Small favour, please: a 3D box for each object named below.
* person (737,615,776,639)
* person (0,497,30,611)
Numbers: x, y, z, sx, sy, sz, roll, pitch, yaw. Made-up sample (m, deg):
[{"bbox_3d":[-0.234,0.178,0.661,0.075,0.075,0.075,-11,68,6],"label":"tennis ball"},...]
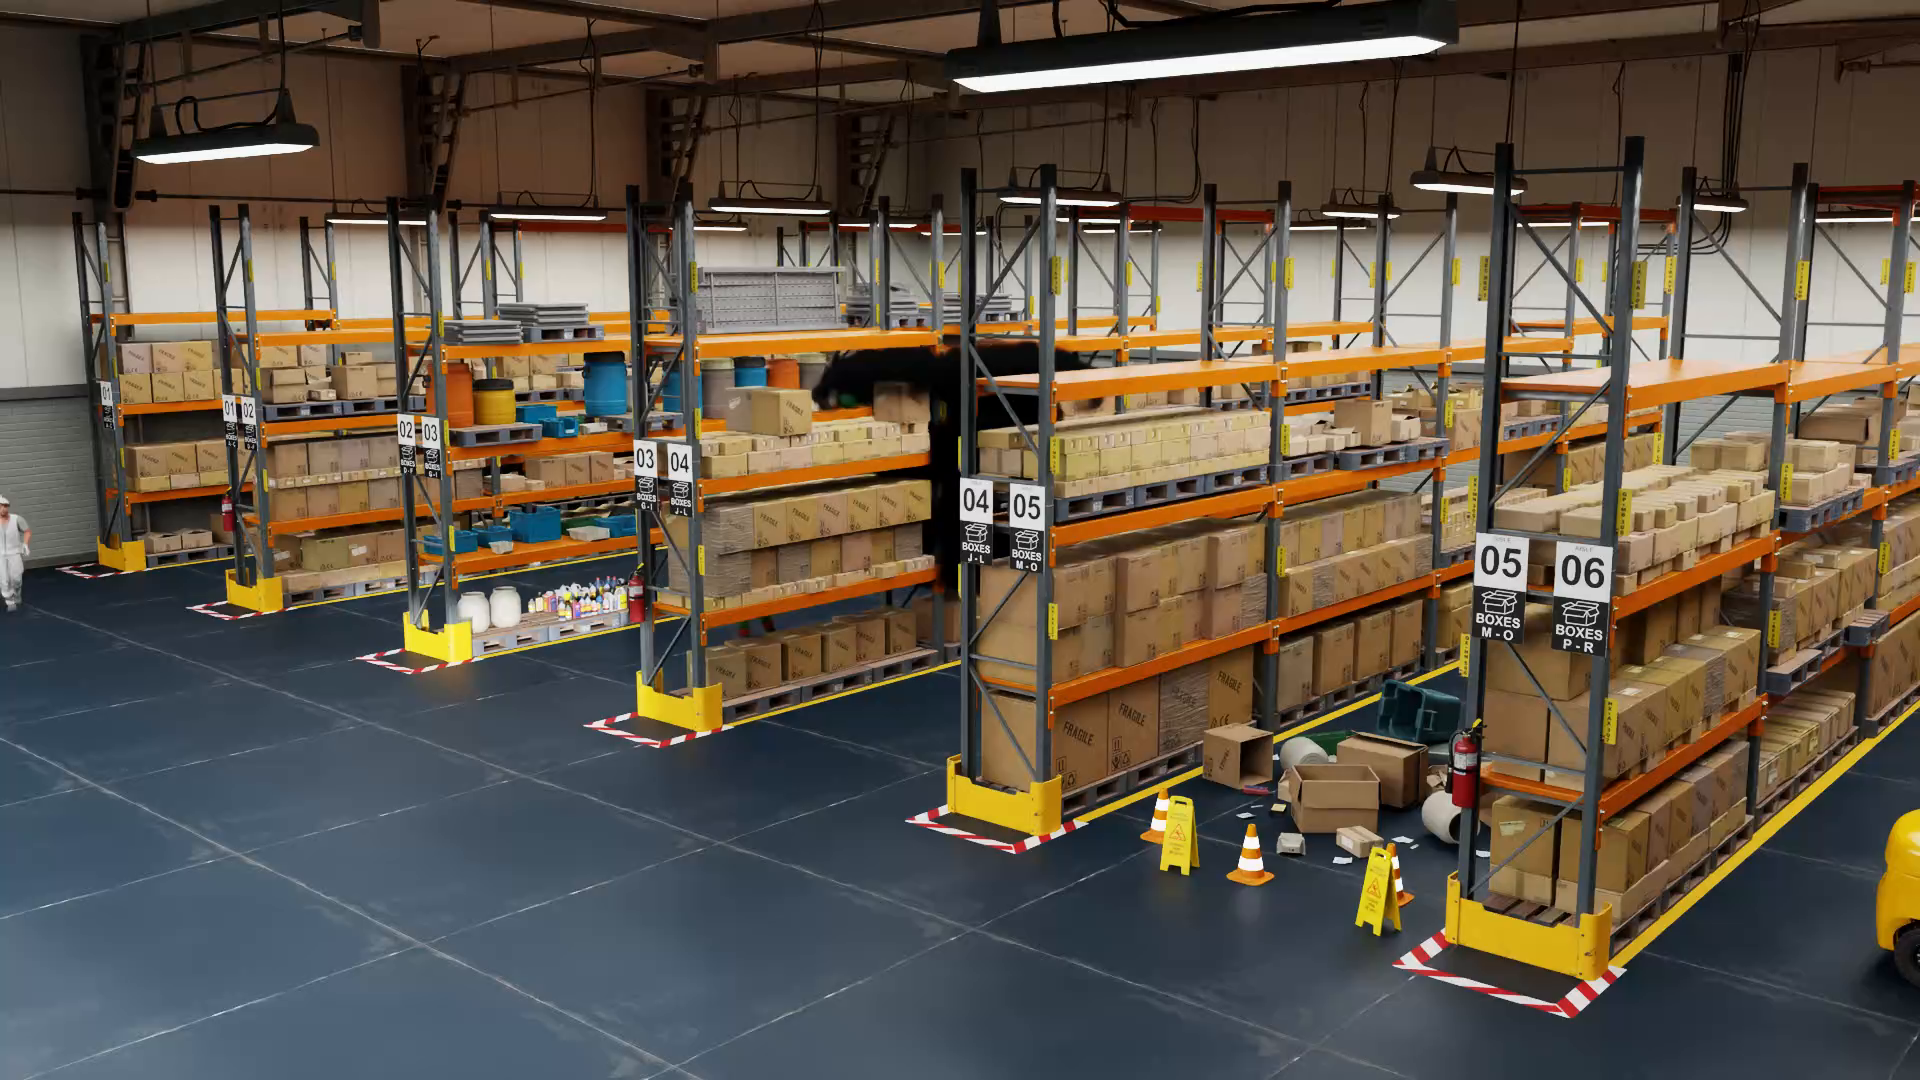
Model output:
[{"bbox_3d":[-2.754,0.608,21.669,0.754,1.779,0.754,-2,10,-13],"label":"person"},{"bbox_3d":[-14.185,0.214,24.772,0.622,1.729,0.577,-5,11,-26],"label":"person"}]
